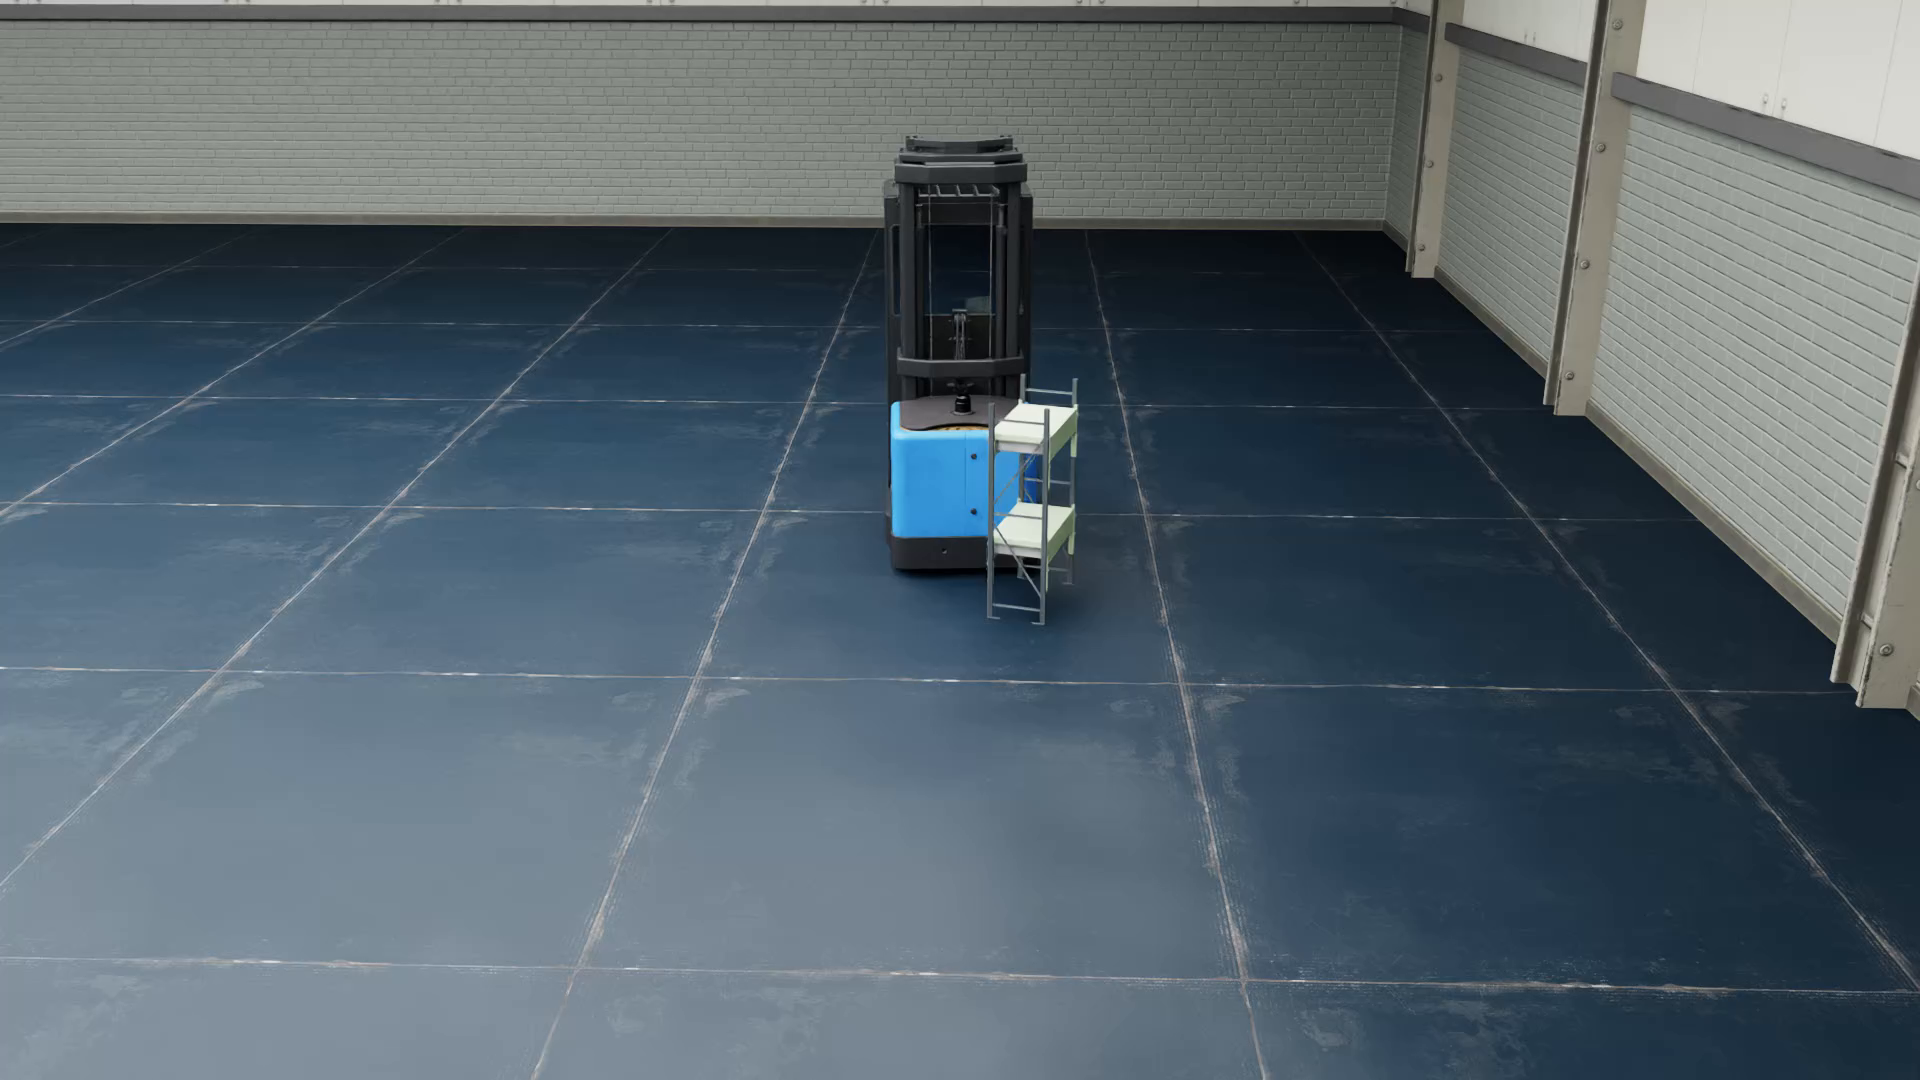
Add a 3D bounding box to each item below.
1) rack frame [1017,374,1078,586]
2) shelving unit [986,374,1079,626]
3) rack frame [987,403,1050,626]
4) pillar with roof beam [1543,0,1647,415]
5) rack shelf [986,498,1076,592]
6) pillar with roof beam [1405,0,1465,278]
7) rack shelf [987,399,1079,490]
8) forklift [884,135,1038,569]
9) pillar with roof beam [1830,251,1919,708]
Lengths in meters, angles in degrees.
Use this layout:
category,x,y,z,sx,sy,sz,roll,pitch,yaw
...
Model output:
category,x,y,z,sx,sy,sz,roll,pitch,yaw
rack frame,0.602,-0.404,11.497,0.400,1.500,0.023,7,22,17
shelving unit,0.490,-0.278,11.172,0.431,1.500,0.755,7,22,17
rack frame,0.377,-0.152,10.847,0.400,1.500,0.023,7,22,17
pillar with roof beam,1.419,-5.479,14.210,9.100,9.000,0.400,1,21,2
rack shelf,0.490,0.026,11.290,0.431,0.370,0.720,7,22,17
pillar with roof beam,1.601,-7.648,19.801,9.100,9.000,0.400,1,21,2
rack shelf,0.490,-0.642,11.031,0.431,0.370,0.720,7,22,17
forklift,-0.021,-1.646,12.718,1.130,2.935,3.031,-1,21,-2
pillar with roof beam,1.236,-3.310,8.619,9.100,9.000,0.400,1,21,2
